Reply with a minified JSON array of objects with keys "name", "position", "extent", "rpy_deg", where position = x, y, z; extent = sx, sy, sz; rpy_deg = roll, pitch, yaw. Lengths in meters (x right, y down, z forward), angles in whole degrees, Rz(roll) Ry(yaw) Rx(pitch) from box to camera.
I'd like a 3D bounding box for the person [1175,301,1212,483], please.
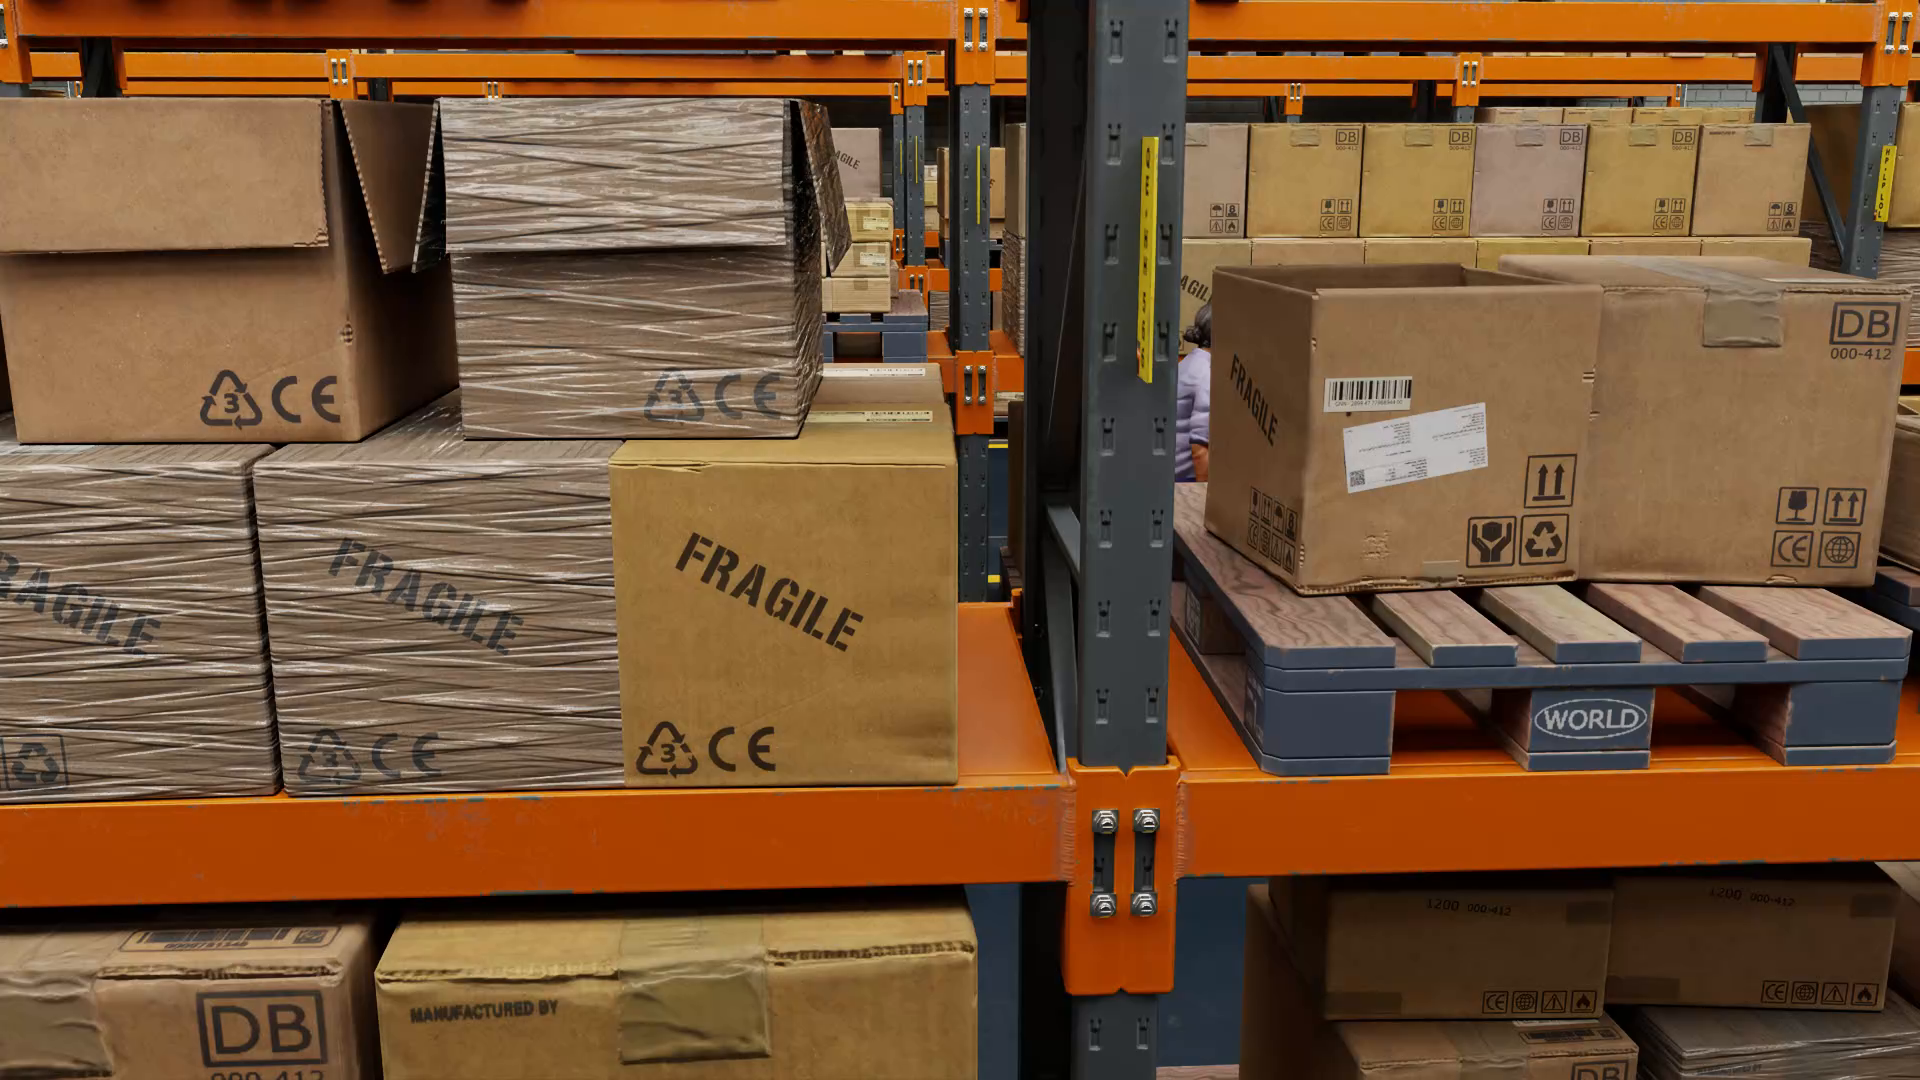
[{"name":"person","position":[0.915,-0.089,6.378],"extent":[0.372,1.650,0.545],"rpy_deg":[-2,14,-7]}]
